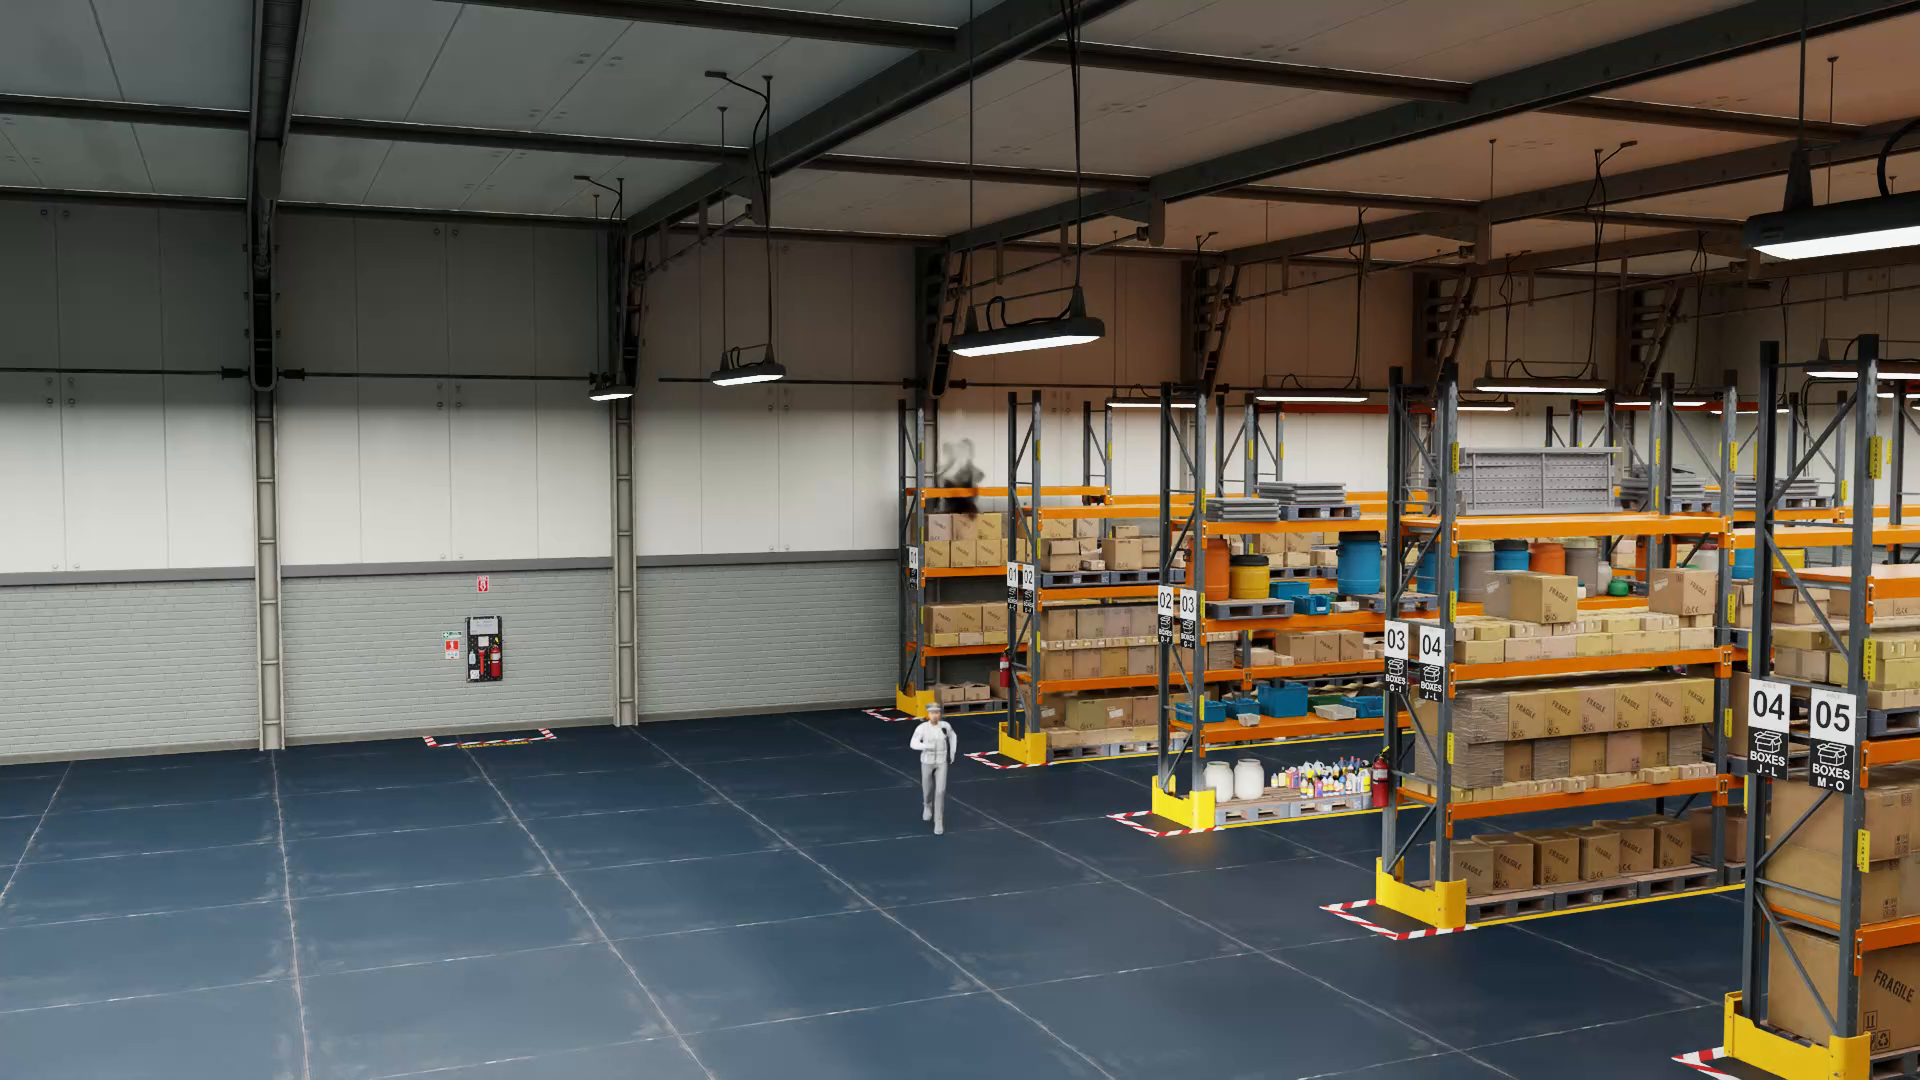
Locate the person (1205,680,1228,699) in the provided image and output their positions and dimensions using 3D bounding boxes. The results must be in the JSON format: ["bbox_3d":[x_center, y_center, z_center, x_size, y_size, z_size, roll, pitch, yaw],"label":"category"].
[{"bbox_3d":[4.680,2.468,30.335,1.046,1.780,0.695,-2,4,-31],"label":"person"}]

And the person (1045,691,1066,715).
[{"bbox_3d":[1.660,2.346,29.512,0.683,1.637,0.602,-2,4,-29],"label":"person"}]

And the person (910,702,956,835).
[{"bbox_3d":[-0.349,2.992,22.205,0.638,1.701,0.897,0,3,-6],"label":"person"}]
